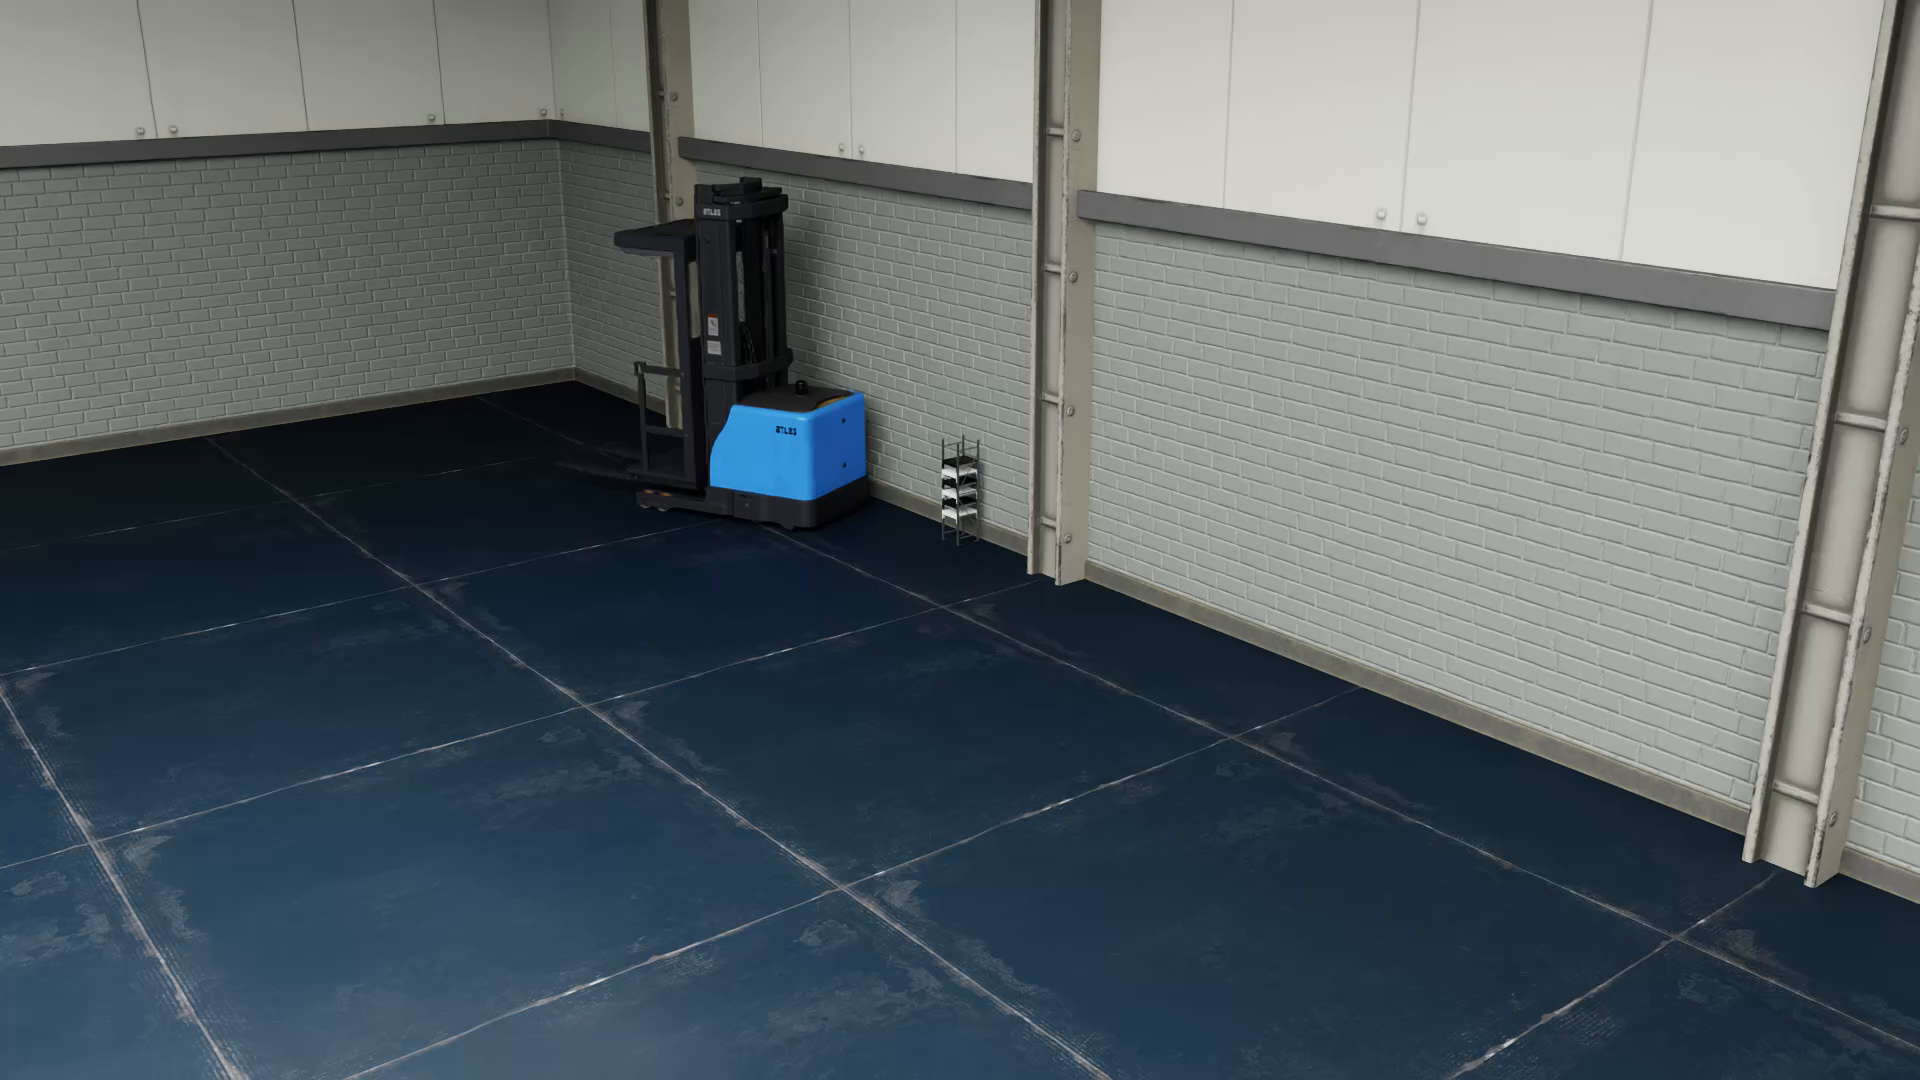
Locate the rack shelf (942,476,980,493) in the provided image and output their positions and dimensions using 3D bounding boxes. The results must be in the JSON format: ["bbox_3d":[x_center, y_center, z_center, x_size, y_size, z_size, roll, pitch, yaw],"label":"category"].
[{"bbox_3d":[0.005,-0.479,14.197,0.258,0.077,0.200,-14,23,-36],"label":"rack shelf"}]

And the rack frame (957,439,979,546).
[{"bbox_3d":[0.068,-0.400,14.139,0.240,0.900,0.006,-14,23,-36],"label":"rack frame"}]

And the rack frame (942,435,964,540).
[{"bbox_3d":[-0.058,-0.450,14.291,0.240,0.900,0.006,-14,23,-36],"label":"rack frame"}]

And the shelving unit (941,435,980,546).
[{"bbox_3d":[0.005,-0.425,14.215,0.258,0.900,0.210,-14,23,-36],"label":"shelving unit"}]

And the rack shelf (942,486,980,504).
[{"bbox_3d":[0.005,-0.394,14.225,0.258,0.077,0.200,-14,23,-36],"label":"rack shelf"}]

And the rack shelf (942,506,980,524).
[{"bbox_3d":[0.005,-0.223,14.282,0.258,0.077,0.200,-14,23,-36],"label":"rack shelf"}]

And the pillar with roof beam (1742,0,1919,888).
[{"bbox_3d":[1.139,-1.667,5.081,9.100,9.000,0.400,-14,23,-36],"label":"pillar with roof beam"}]

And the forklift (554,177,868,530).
[{"bbox_3d":[-2.388,-1.788,15.099,3.031,2.935,1.130,9,21,26],"label":"forklift"}]

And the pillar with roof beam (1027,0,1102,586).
[{"bbox_3d":[-2.586,-3.146,9.546,9.100,9.000,0.400,-14,23,-36],"label":"pillar with roof beam"}]

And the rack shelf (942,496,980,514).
[{"bbox_3d":[0.005,-0.308,14.254,0.258,0.077,0.200,-14,23,-36],"label":"rack shelf"}]

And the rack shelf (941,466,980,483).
[{"bbox_3d":[0.005,-0.564,14.169,0.258,0.077,0.200,-14,23,-36],"label":"rack shelf"}]

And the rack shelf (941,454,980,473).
[{"bbox_3d":[0.005,-0.650,14.141,0.258,0.077,0.200,-14,23,-36],"label":"rack shelf"}]

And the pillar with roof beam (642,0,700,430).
[{"bbox_3d":[-6.312,-4.624,14.011,9.100,9.000,0.400,-14,23,-36],"label":"pillar with roof beam"}]
